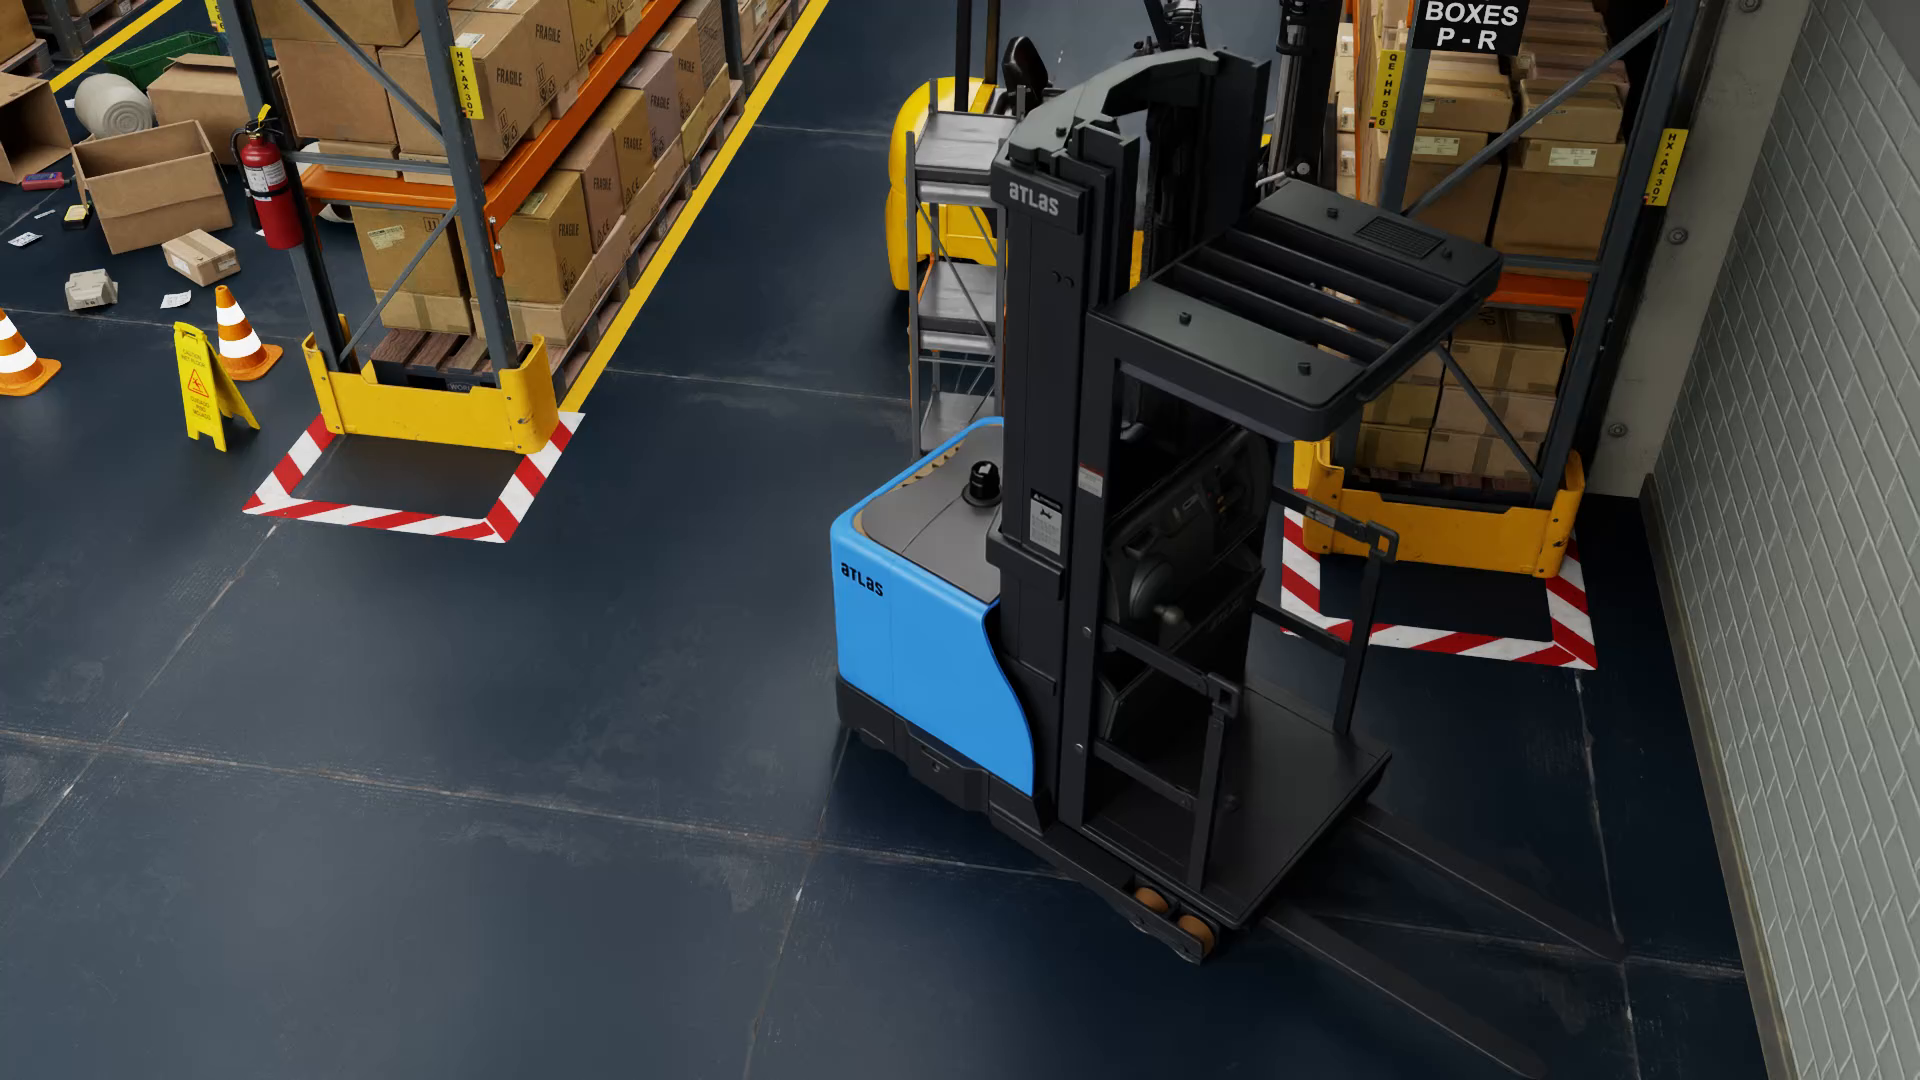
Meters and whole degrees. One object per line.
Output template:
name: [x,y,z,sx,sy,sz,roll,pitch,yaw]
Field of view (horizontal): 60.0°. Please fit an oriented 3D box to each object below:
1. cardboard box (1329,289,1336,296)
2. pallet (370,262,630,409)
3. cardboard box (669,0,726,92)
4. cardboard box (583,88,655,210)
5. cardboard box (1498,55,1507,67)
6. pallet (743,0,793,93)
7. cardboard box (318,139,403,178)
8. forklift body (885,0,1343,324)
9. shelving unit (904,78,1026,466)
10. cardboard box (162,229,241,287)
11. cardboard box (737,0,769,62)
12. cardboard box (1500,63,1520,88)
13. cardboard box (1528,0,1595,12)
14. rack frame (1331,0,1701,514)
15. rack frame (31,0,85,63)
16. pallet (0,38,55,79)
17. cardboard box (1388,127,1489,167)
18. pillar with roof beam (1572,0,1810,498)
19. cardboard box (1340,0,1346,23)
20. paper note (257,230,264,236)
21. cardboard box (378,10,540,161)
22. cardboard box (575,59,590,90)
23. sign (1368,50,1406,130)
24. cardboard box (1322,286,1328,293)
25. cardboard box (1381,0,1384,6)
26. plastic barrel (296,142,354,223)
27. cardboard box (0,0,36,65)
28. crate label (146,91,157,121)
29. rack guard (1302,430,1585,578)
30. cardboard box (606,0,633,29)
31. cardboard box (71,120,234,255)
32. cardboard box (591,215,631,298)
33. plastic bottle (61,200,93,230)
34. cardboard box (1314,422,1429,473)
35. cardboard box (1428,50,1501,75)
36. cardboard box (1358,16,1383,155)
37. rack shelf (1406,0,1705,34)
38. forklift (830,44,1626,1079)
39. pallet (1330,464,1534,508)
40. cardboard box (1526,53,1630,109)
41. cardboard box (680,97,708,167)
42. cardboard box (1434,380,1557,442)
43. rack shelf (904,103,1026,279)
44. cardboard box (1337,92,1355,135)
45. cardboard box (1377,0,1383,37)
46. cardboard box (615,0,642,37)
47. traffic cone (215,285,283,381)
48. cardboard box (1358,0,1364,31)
cardboard box: [2.069,-1.294,8.101,0.500,0.250,0.500,7,40,8]
pallet: [-2.487,-1.186,9.115,1.003,0.211,1.213,6,40,8]
cardboard box: [-1.822,-3.207,10.612,0.500,0.500,0.500,6,40,7]
cardboard box: [-2.079,-2.231,9.431,0.500,0.500,0.500,7,40,9]
cardboard box: [2.724,-2.126,7.986,0.500,0.500,0.500,6,40,7]
pallet: [-1.850,-3.631,12.073,1.003,0.211,1.213,6,40,8]
cardboard box: [-2.822,-1.868,7.949,0.380,0.149,0.250,8,40,9]
forklift body: [0.745,-2.226,8.851,2.313,2.155,1.214,6,40,8]
shelving unit: [0.029,-0.913,7.303,0.431,2.100,0.503,6,40,8]
cardboard box: [-4.439,-1.653,9.729,0.380,0.149,0.250,28,47,30]
cardboard box: [-1.895,-3.696,11.695,0.950,0.372,0.625,7,40,8]
cardboard box: [2.558,-1.955,7.270,0.380,0.149,0.250,6,40,7]
cardboard box: [2.671,-2.402,7.577,0.380,0.149,0.250,8,40,9]
rack frame: [2.214,-1.162,6.898,1.000,3.000,0.127,6,40,8]
rack frame: [-6.877,-4.699,11.177,1.000,3.000,0.127,6,40,8]
pallet: [-7.085,-3.156,11.499,1.003,0.211,1.213,6,40,8]
cardboard box: [1.998,-1.699,6.960,0.380,0.149,0.250,7,40,8]
pillar with roof beam: [-1.018,-4.286,5.969,9.100,9.000,0.400,6,40,8]
cardboard box: [3.127,-3.733,11.543,0.875,0.625,0.625,6,40,7]
paper note: [-4.178,-1.887,10.115,0.148,0.019,0.142,20,44,23]
cardboard box: [-2.321,-2.127,7.753,0.500,0.500,0.500,6,40,7]
cardboard box: [-2.157,-2.438,8.639,0.380,0.149,0.250,7,40,9]
sign: [1.681,-1.768,6.536,0.100,0.325,0.005,6,40,8]
cardboard box: [2.156,-1.436,8.666,0.500,0.250,0.500,6,40,7]
cardboard box: [2.190,-2.625,7.847,0.380,0.149,0.250,7,40,9]
plastic barrel: [-3.810,-2.177,10.148,0.421,0.421,0.512,-28,47,-30]
cardboard box: [-7.054,-3.655,11.252,0.875,0.875,0.875,7,40,8]
crate label: [-5.414,-3.000,11.368,0.298,0.136,0.250,-20,44,-23]
rack guard: [2.209,-0.183,7.676,1.175,0.500,0.348,6,40,8]
cardboard box: [-2.067,-3.092,8.921,0.500,0.500,0.500,6,40,7]
cardboard box: [-4.865,-2.126,10.023,0.797,0.503,0.637,-20,44,-23]
cardboard box: [-2.168,-1.604,9.261,0.500,0.250,0.500,8,40,9]
plastic bottle: [-5.418,-2.002,10.221,0.133,0.061,0.283,-6,40,-8]
cardboard box: [1.984,-0.594,8.039,0.500,0.250,0.500,7,40,8]
cardboard box: [2.080,-1.971,7.056,0.380,0.149,0.250,6,40,8]
cardboard box: [2.227,-2.184,8.056,0.500,0.500,0.500,6,40,7]
rack shelf: [2.560,-3.296,7.689,1.077,0.370,4.000,6,40,8]
forklift: [0.943,0.008,5.537,3.031,2.935,1.130,28,47,30]
pallet: [2.305,-0.572,8.372,1.003,0.211,1.213,6,40,8]
cardboard box: [2.590,-1.912,6.984,0.380,0.149,0.250,8,40,9]
cardboard box: [-1.904,-2.583,10.445,0.500,0.250,0.500,5,40,6]
cardboard box: [2.499,-0.729,7.810,0.500,0.250,0.500,7,40,8]
rack shelf: [0.029,-1.442,6.866,0.431,0.518,0.480,6,40,8]
cardboard box: [2.340,-2.257,9.267,0.500,0.250,0.500,8,40,9]
cardboard box: [2.195,-2.506,7.937,0.380,0.149,0.250,7,40,8]
cardboard box: [-1.994,-2.924,9.227,0.380,0.149,0.250,7,40,8]
traffic cone: [-3.872,-1.141,8.864,0.336,0.463,0.334,6,40,8]
cardboard box: [2.498,-3.132,9.203,0.500,0.500,0.500,7,40,8]
